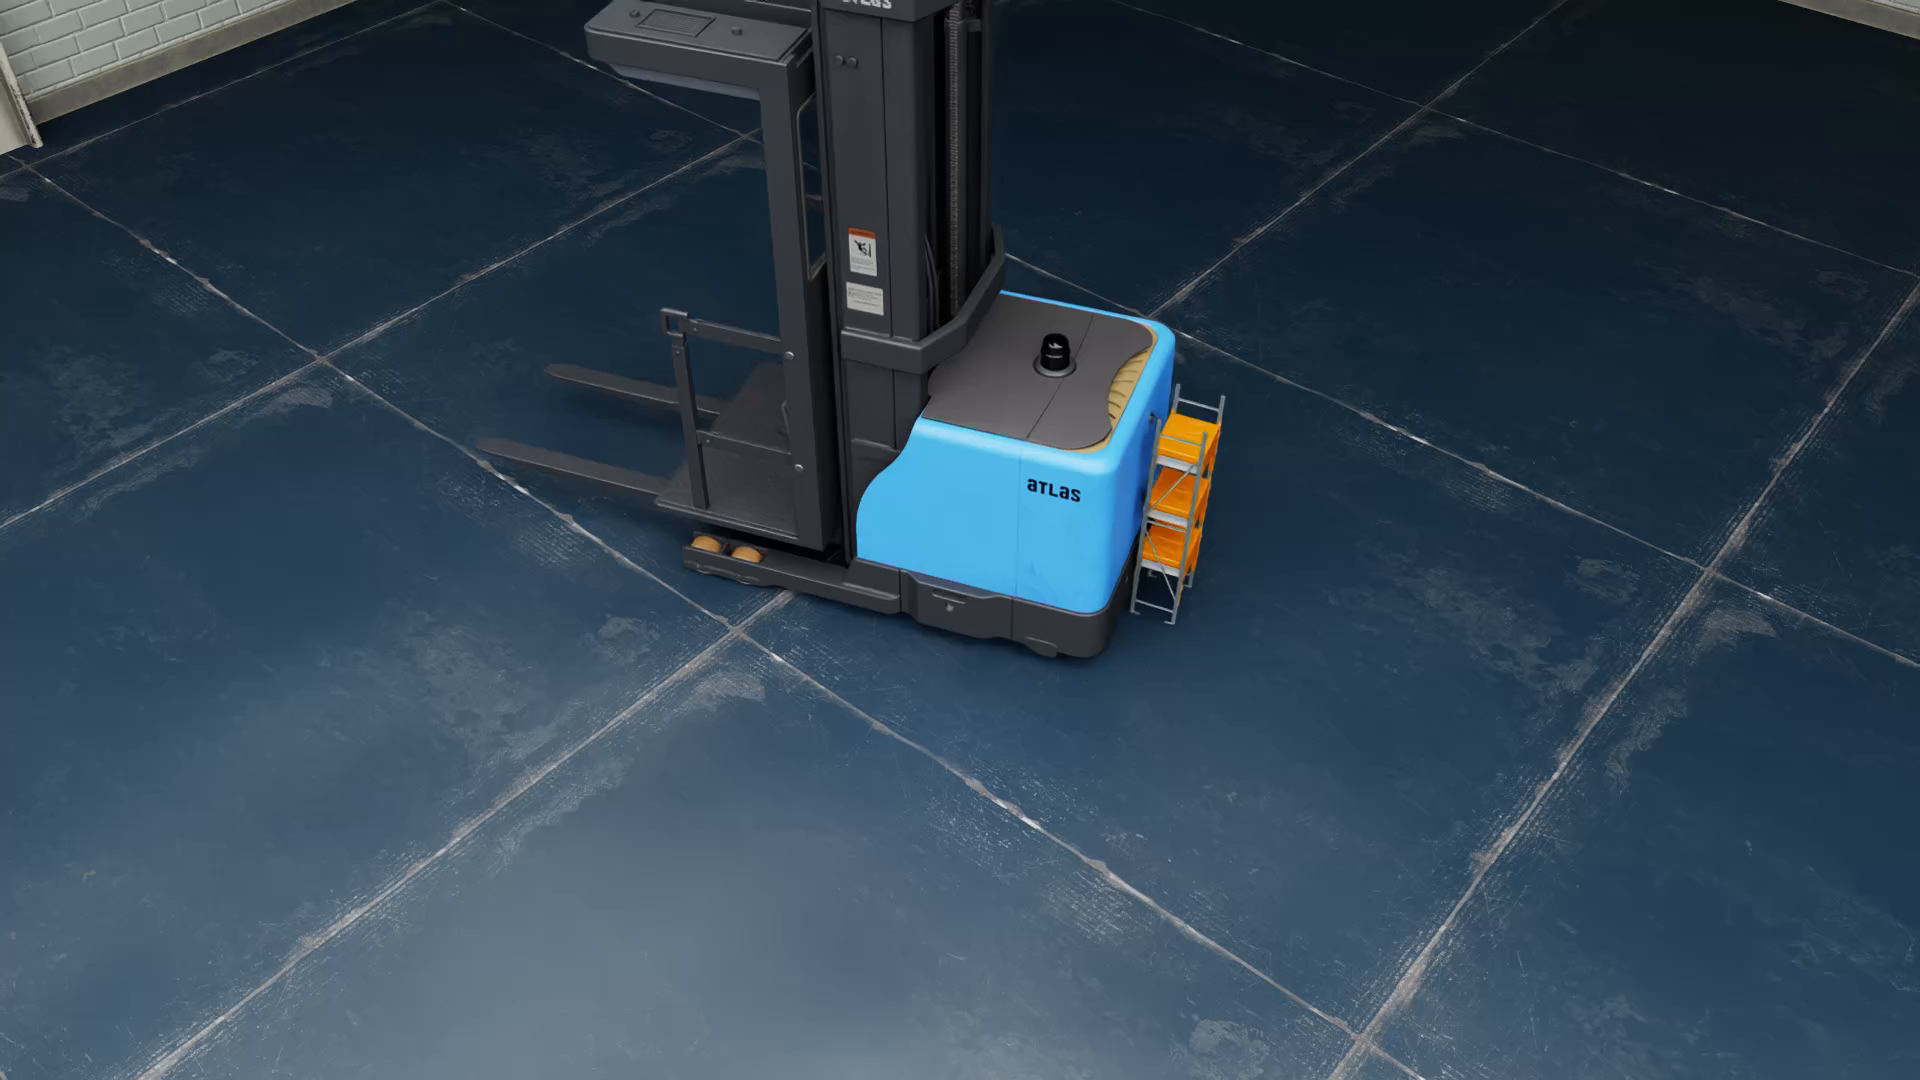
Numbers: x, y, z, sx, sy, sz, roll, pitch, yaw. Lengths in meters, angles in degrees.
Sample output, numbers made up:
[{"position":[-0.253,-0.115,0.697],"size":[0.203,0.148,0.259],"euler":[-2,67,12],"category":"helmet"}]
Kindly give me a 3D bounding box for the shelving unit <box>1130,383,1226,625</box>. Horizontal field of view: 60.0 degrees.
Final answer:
[{"position":[0.880,-0.129,6.788],"size":[0.215,1.050,0.252],"euler":[17,45,15],"category":"shelving unit"}]

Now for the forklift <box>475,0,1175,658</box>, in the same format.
[{"position":[-0.676,-1.210,6.585],"size":[3.031,2.935,1.130],"euler":[14,44,15],"category":"forklift"}]

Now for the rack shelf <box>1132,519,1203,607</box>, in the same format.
[{"position":[0.871,0.082,6.985],"size":[0.215,0.259,0.240],"euler":[17,45,15],"category":"rack shelf"}]

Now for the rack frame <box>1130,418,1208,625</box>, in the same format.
[{"position":[0.833,-0.053,6.704],"size":[0.200,1.050,0.008],"euler":[17,45,15],"category":"rack frame"}]

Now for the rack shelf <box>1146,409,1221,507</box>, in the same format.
[{"position":[0.889,-0.328,6.601],"size":[0.215,0.259,0.240],"euler":[17,45,15],"category":"rack shelf"}]

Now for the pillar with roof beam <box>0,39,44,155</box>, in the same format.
[{"position":[-2.490,-3.821,4.945],"size":[9.100,9.000,0.400],"euler":[29,50,28],"category":"pillar with roof beam"}]

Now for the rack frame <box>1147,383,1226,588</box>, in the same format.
[{"position":[0.927,-0.205,6.871],"size":[0.200,1.050,0.008],"euler":[17,45,15],"category":"rack frame"}]

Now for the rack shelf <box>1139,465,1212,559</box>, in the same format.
[{"position":[0.880,-0.121,6.795],"size":[0.215,0.259,0.240],"euler":[17,45,15],"category":"rack shelf"}]
